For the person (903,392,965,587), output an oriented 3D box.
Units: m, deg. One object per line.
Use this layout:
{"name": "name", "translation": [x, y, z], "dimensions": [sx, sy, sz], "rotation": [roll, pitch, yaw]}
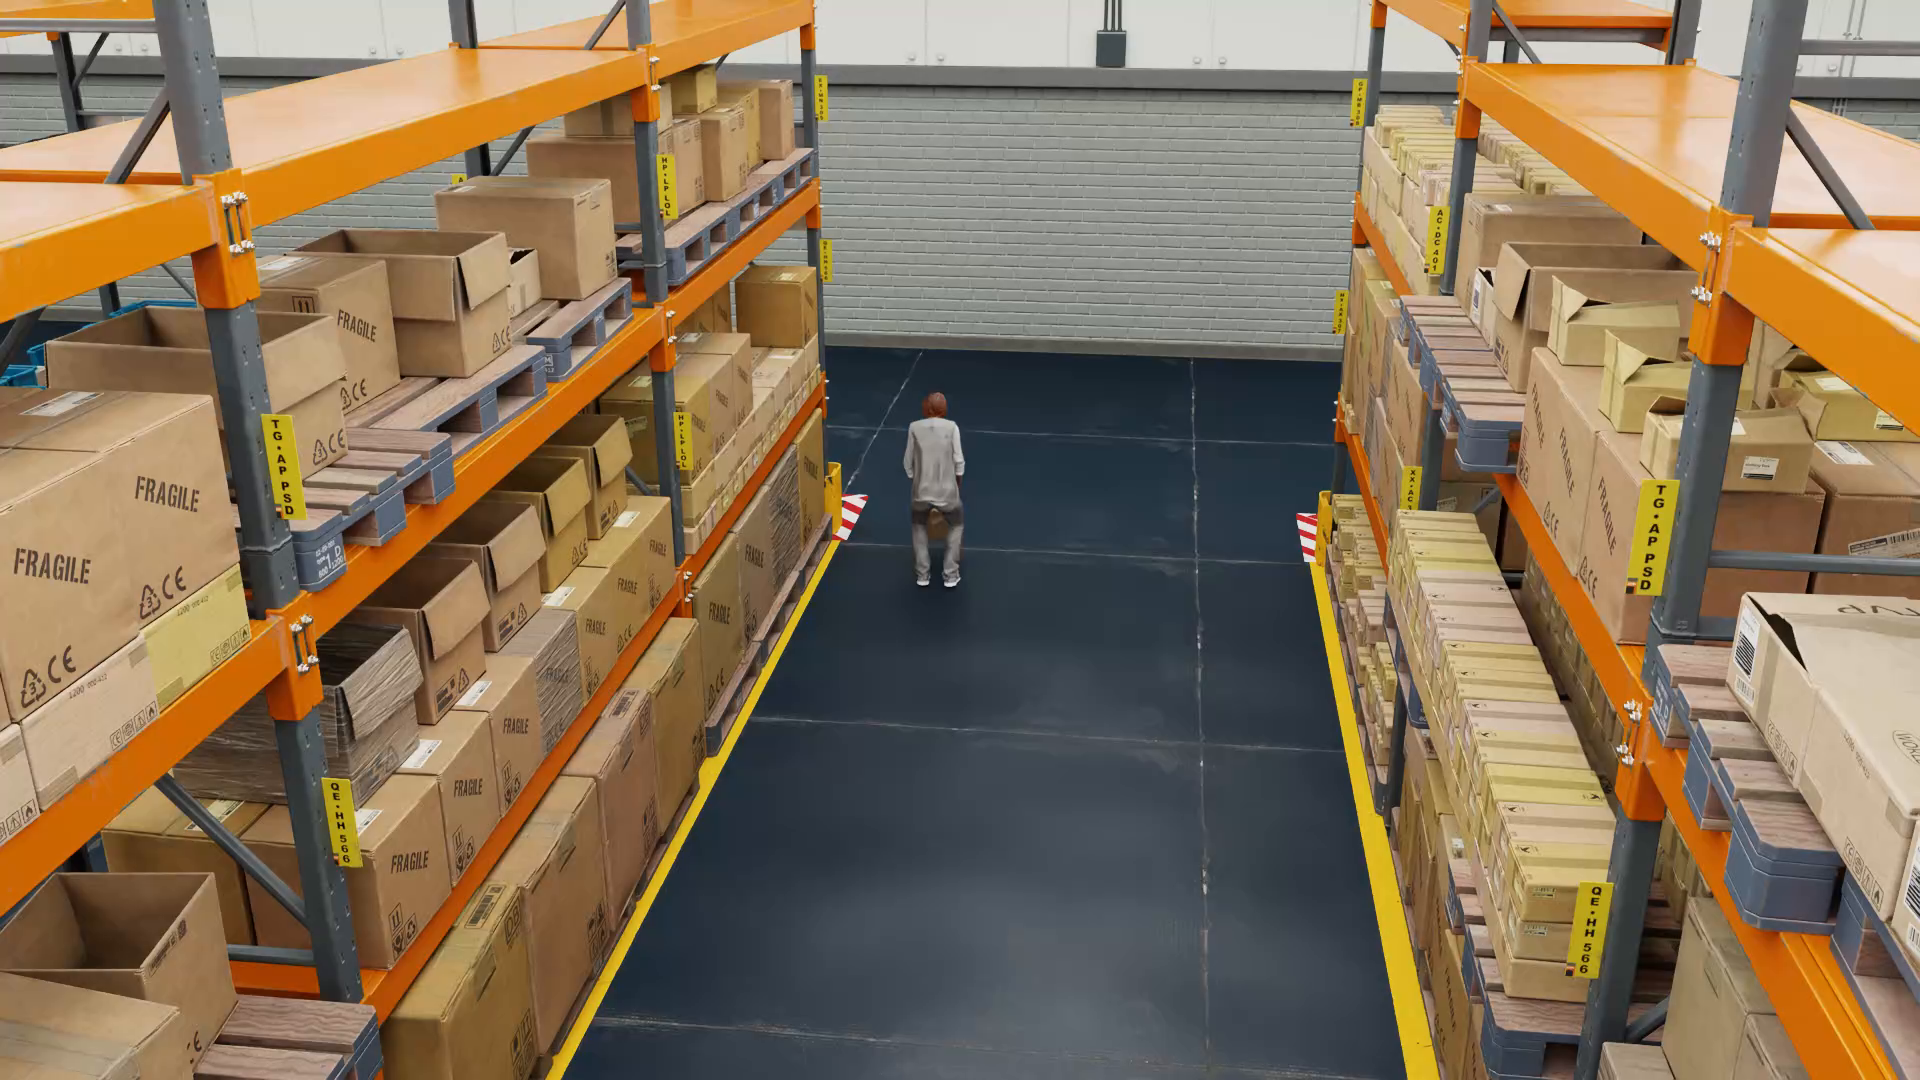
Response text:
{"name": "person", "translation": [-0.200, -0.319, 12.262], "dimensions": [0.456, 1.349, 0.560], "rotation": [3, 22, 7]}
